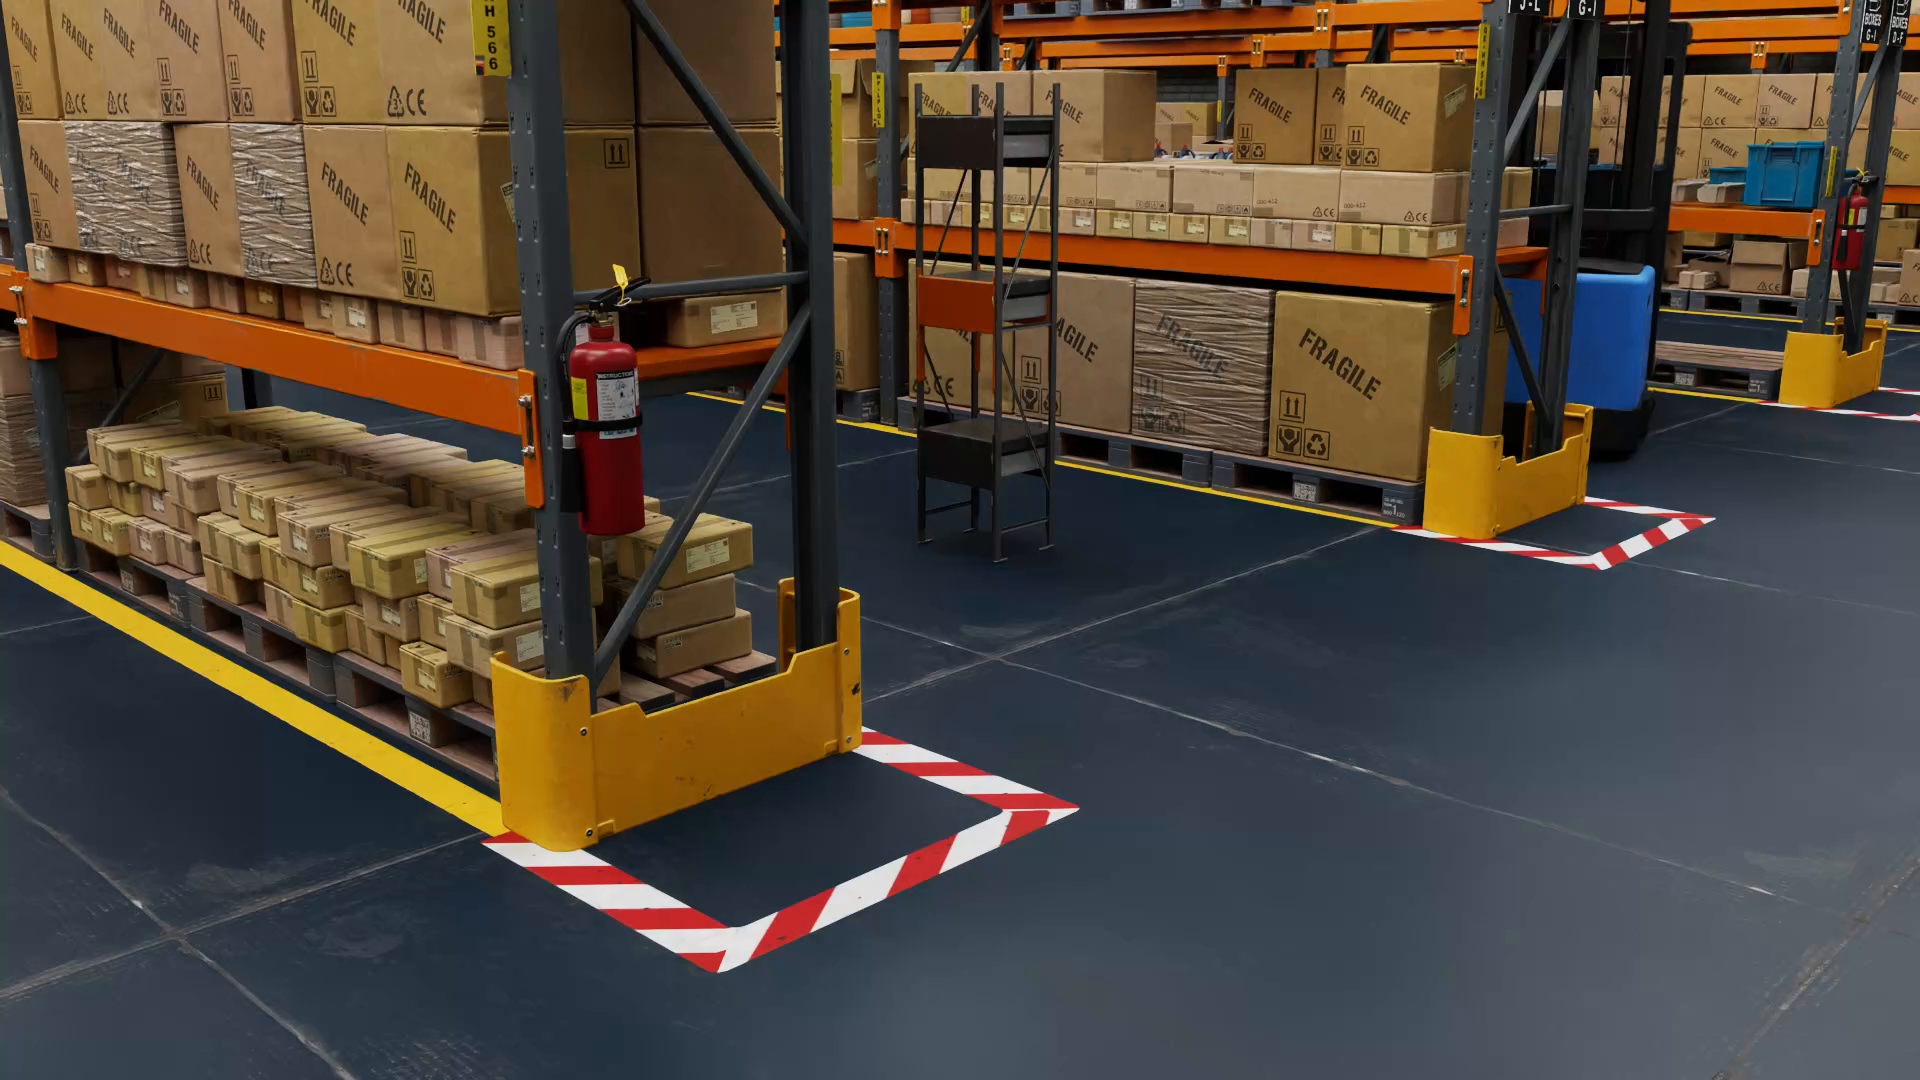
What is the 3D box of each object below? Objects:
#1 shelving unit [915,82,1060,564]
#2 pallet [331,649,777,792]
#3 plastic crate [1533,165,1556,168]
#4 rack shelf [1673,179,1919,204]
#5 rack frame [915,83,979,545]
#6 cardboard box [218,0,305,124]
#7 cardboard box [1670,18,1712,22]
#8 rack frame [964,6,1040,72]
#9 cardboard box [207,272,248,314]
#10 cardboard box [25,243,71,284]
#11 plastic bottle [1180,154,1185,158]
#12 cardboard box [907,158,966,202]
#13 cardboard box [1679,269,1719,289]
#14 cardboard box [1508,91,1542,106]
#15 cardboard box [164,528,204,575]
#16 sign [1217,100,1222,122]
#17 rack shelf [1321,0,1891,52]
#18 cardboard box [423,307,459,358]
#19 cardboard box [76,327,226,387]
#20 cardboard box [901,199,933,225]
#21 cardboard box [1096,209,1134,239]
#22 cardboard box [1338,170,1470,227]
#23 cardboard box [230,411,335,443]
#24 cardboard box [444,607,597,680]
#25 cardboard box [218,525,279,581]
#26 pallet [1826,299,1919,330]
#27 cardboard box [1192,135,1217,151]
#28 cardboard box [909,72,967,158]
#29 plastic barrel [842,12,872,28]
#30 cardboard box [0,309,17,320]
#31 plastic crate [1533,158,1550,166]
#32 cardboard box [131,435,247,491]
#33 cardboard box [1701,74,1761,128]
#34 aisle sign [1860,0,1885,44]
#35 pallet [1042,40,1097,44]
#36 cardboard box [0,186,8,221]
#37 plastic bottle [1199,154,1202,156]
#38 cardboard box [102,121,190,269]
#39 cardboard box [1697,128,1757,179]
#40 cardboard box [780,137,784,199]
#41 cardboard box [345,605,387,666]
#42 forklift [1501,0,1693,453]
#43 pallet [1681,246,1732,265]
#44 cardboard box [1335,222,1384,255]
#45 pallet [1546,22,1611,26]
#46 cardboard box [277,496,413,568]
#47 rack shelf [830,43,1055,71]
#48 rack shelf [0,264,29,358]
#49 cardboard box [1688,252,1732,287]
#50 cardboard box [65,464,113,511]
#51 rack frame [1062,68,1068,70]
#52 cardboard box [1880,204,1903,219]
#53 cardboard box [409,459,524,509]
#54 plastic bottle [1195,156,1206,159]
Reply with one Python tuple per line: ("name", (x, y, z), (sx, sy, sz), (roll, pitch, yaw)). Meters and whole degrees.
("shelving unit", (0.119, -0.987, 7.556), (0.503, 2.100, 0.431), (14, 20, 42))
("pallet", (-1.381, 0.486, 5.649), (1.213, 0.211, 1.003), (14, 20, 42))
("plastic crate", (4.531, -2.744, 12.728), (0.300, 0.233, 0.416), (14, 20, 42))
("rack shelf", (8.189, -3.384, 16.396), (4.000, 0.370, 1.077), (14, 20, 42))
("rack frame", (-0.057, -1.030, 7.720), (0.015, 2.100, 0.400), (14, 20, 42))
("cardboard box", (-2.013, -1.591, 5.317), (0.500, 0.500, 0.500), (-13, 20, -41))
("cardboard box", (7.284, -5.242, 16.451), (0.500, 0.250, 0.500), (14, 20, 42))
("rack frame", (0.429, -3.883, 16.887), (0.127, 3.000, 1.000), (14, 20, 42))
("cardboard box", (-2.462, -0.911, 5.978), (0.380, 0.149, 0.250), (-14, 20, -42))
("cardboard box", (-3.669, -1.171, 6.976), (0.380, 0.149, 0.250), (-14, 20, -42))
("plastic bottle", (2.101, -3.507, 15.698), (0.097, 0.271, 0.097), (0, 15, 0))
("cardboard box", (0.027, -2.226, 10.233), (0.500, 0.250, 0.500), (13, 20, 41))
("cardboard box", (7.530, -2.661, 16.943), (0.250, 0.166, 0.380), (14, 20, 42))
("cardboard box", (7.840, -6.026, 22.796), (0.500, 0.250, 0.500), (13, 20, 41))
("cardboard box", (-2.982, 0.013, 6.755), (0.250, 0.149, 0.380), (13, 20, 41))
("sign", (4.054, -6.701, 25.983), (0.005, 0.325, 0.100), (14, 20, 42))
("rack shelf", (4.748, -3.937, 12.569), (4.000, 0.370, 1.077), (14, 20, 42))
("cardboard box", (-1.350, -0.636, 4.923), (0.250, 0.149, 0.380), (14, 20, 42))
("cardboard box", (-3.994, -0.935, 8.211), (0.500, 0.250, 0.500), (13, 19, 40))
("cardboard box", (-0.148, -2.051, 10.351), (0.250, 0.149, 0.380), (14, 20, 42))
("cardboard box", (0.975, -1.778, 9.305), (0.250, 0.149, 0.380), (13, 19, 41))
("cardboard box", (2.217, -1.692, 8.185), (0.500, 0.250, 0.500), (13, 20, 41))
("cardboard box", (-2.997, -0.461, 7.392), (0.250, 0.149, 0.380), (14, 20, 43))
("cardboard box", (-1.344, 0.290, 5.101), (0.250, 0.149, 0.380), (13, 19, 41))
("cardboard box", (-2.490, 0.020, 6.138), (0.250, 0.149, 0.380), (14, 20, 43))
("pallet", (8.999, -2.185, 15.899), (1.213, 0.211, 1.003), (14, 20, 42))
("cardboard box", (3.874, -6.347, 26.598), (0.500, 0.250, 0.500), (14, 20, 42))
("cardboard box", (0.037, -2.588, 10.137), (0.500, 0.500, 0.500), (14, 20, 42))
("plastic barrel", (-0.993, -5.999, 18.063), (0.708, 0.901, 0.600), (14, 20, 42))
("cardboard box", (-5.108, -1.025, 8.554), (0.500, 0.250, 0.500), (13, 19, 40))
("plastic crate", (4.279, -2.854, 13.054), (0.530, 0.282, 0.437), (14, 20, 42))
("cardboard box", (-3.168, -0.321, 6.856), (0.250, 0.149, 0.380), (13, 20, 41))
("cardboard box", (7.634, -4.300, 16.305), (0.500, 0.500, 0.500), (13, 19, 41))
("aisle sign", (6.036, -3.675, 10.933), (0.004, 0.787, 0.394), (14, 20, 42))
("pallet", (1.634, -6.689, 22.084), (1.217, 0.209, 0.805), (13, 19, 40))
("cardboard box", (-4.069, -1.517, 7.470), (0.250, 0.149, 0.380), (13, 20, 41))
("plastic bottle", (2.271, -3.516, 15.733), (0.097, 0.271, 0.097), (0, 15, 0))
("cardboard box", (-2.765, -1.282, 6.113), (0.500, 0.500, 0.500), (13, 20, 41))
("cardboard box", (7.656, -3.814, 16.424), (0.500, 0.500, 0.500), (14, 20, 42))
("cardboard box", (-1.007, -2.453, 11.198), (0.500, 0.500, 0.500), (-14, 20, -42))
("cardboard box", (-1.862, 0.291, 5.687), (0.250, 0.149, 0.380), (14, 20, 43))
("forklift", (4.033, -2.256, 10.776), (1.130, 2.935, 3.031), (7, 16, 24))
("pallet", (9.577, -3.753, 21.919), (1.213, 0.211, 1.003), (14, 20, 42))
("cardboard box", (2.076, -1.510, 8.278), (0.250, 0.149, 0.380), (14, 20, 43))
("pallet", (6.328, -5.569, 17.781), (1.003, 0.211, 1.213), (14, 20, 42))
("cardboard box", (-2.113, -0.030, 5.740), (0.380, 0.149, 0.250), (-14, 20, -42))
("rack shelf", (-0.450, -6.935, 24.077), (4.000, 0.370, 1.077), (14, 20, 42))
("rack shelf", (-5.085, -1.404, 8.797), (4.000, 0.370, 1.077), (14, 20, 42))
("cardboard box", (7.896, -2.814, 17.243), (0.500, 0.311, 0.500), (14, 20, 42))
("cardboard box", (-3.606, -0.248, 7.165), (0.380, 0.149, 0.250), (-13, 20, -42))
("rack frame", (1.546, -7.082, 29.162), (0.127, 3.000, 1.000), (14, 20, 42))
("cardboard box", (11.147, -3.955, 20.001), (0.250, 0.149, 0.380), (13, 19, 41))
("cardboard box", (-1.868, -0.193, 6.366), (0.250, 0.149, 0.380), (14, 20, 43))
("plastic bottle", (2.174, -3.286, 14.839), (0.135, 0.276, 0.152), (14, 20, 42))
